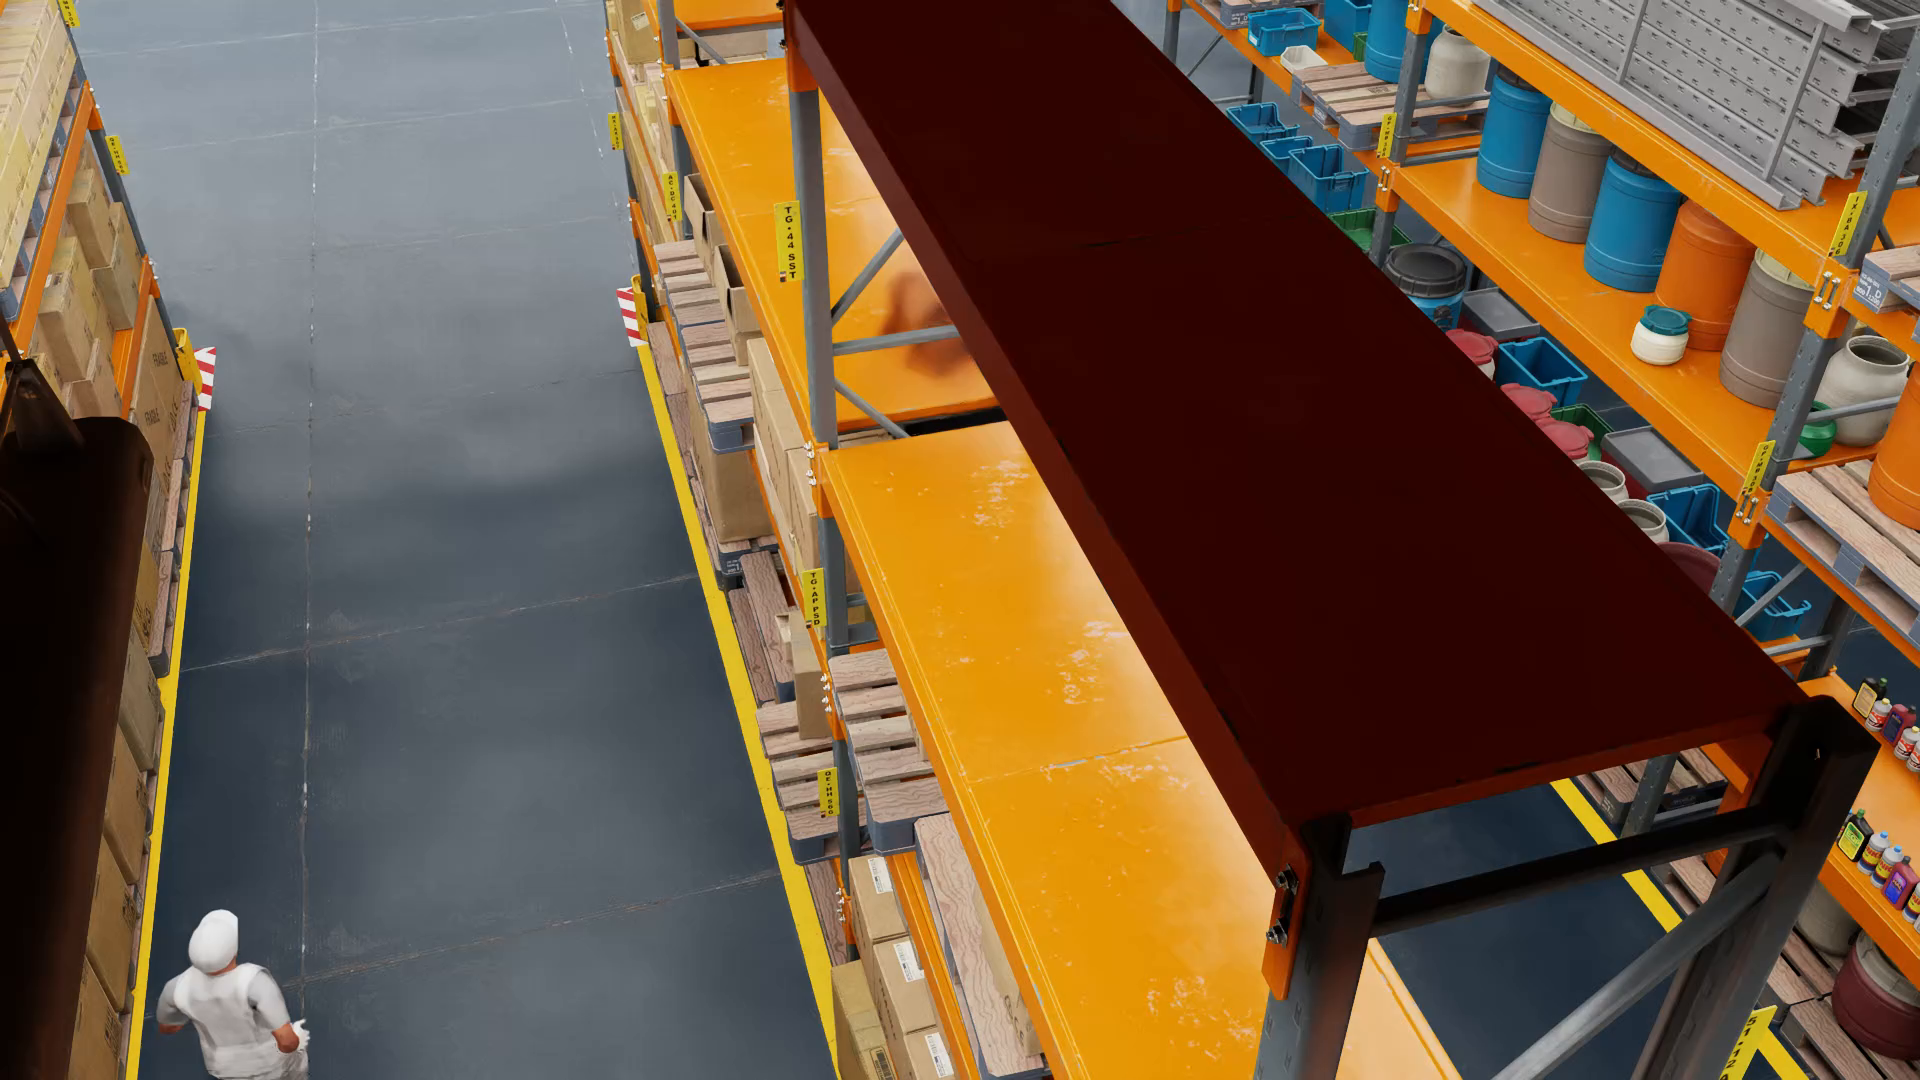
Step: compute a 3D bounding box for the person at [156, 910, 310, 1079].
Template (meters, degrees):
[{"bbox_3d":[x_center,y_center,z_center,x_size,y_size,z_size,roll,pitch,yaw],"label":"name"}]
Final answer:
[{"bbox_3d":[-3.346,2.432,7.834,0.633,1.815,0.872,-8,39,-9],"label":"person"}]
